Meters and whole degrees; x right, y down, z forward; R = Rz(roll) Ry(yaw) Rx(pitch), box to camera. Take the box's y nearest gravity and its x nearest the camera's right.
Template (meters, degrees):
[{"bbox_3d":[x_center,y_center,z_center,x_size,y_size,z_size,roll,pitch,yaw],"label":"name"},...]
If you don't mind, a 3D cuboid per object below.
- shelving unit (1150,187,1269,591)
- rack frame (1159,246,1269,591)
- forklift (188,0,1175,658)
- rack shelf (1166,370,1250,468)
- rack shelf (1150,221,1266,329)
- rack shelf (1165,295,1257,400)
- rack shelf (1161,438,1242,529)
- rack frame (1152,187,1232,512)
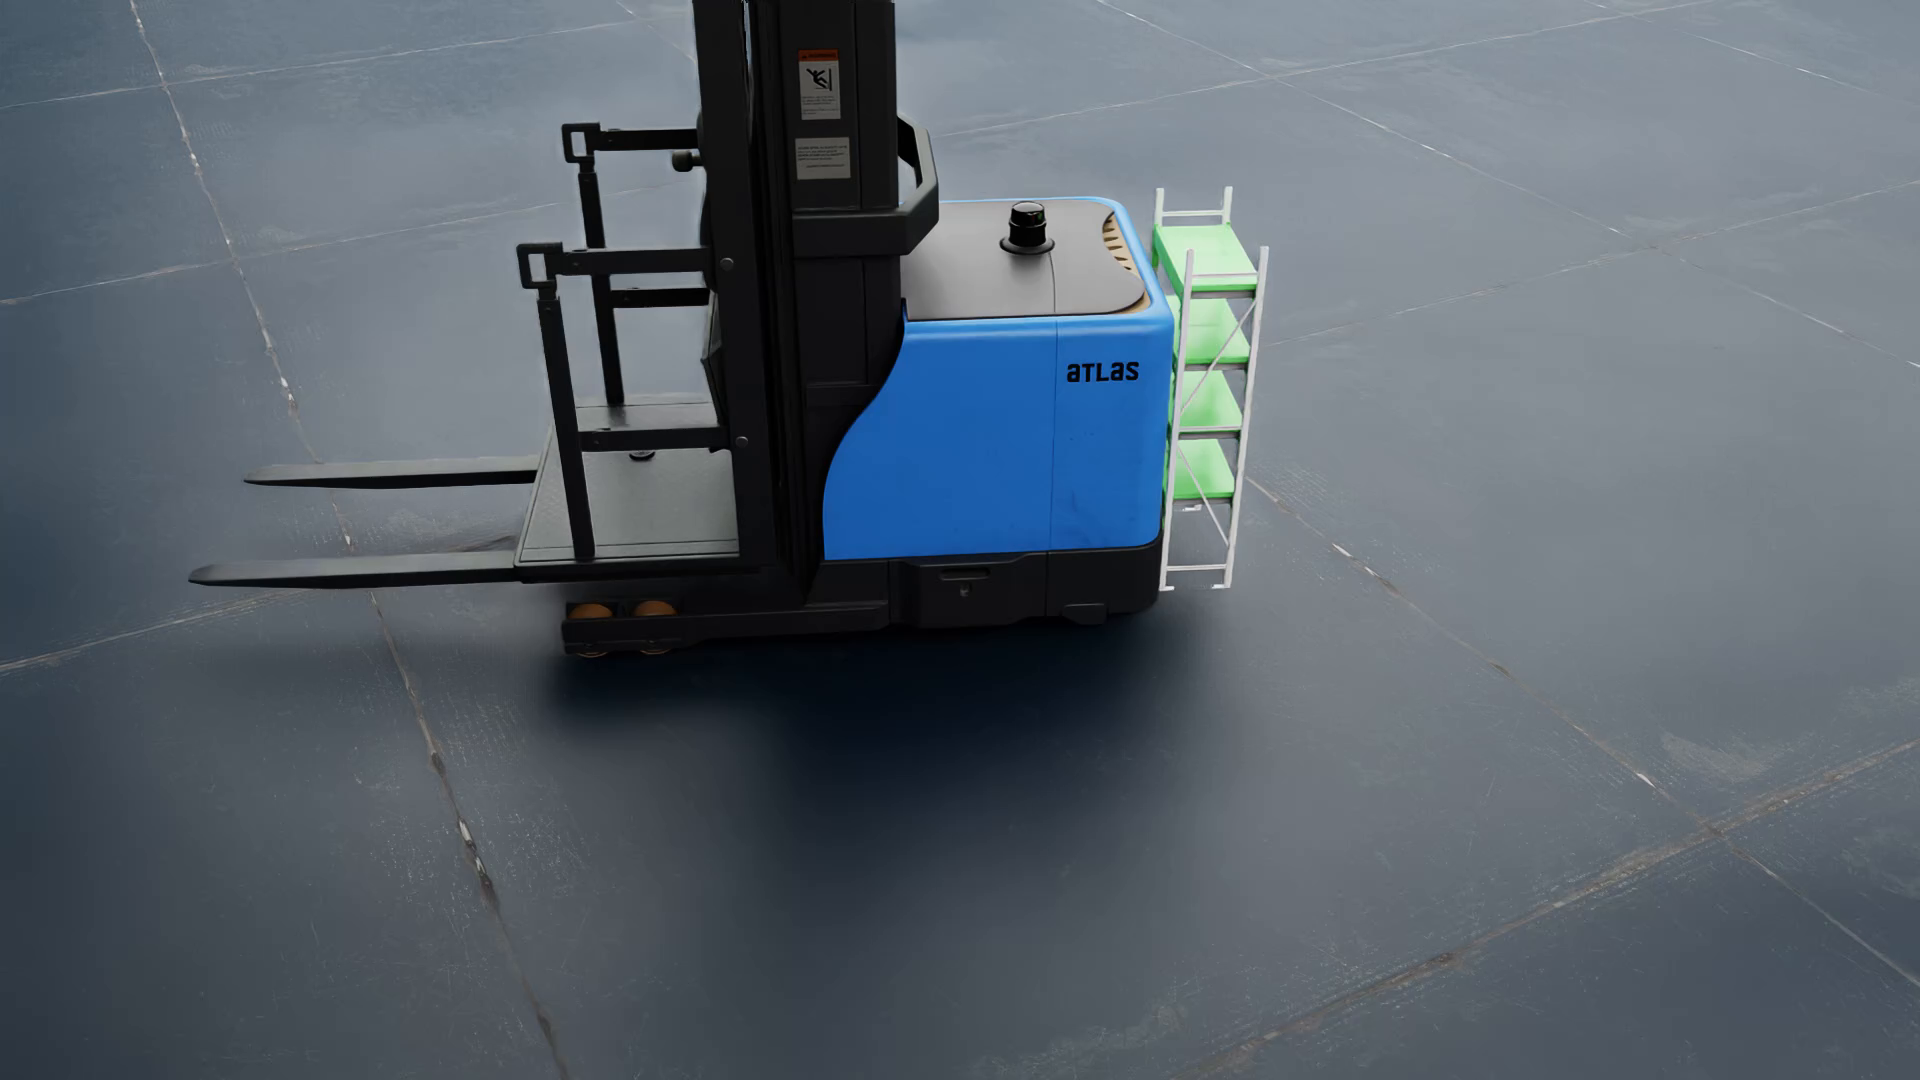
[{"bbox_3d":[0.758,-0.476,5.380,0.258,1.200,0.503,-2,33,-4],"label":"shelving unit"},{"bbox_3d":[0.778,-0.345,5.175,0.240,1.200,0.015,-2,33,-4],"label":"rack frame"},{"bbox_3d":[-0.906,-1.166,4.852,3.031,2.935,1.130,-2,33,-4],"label":"forklift"},{"bbox_3d":[0.758,-0.423,5.414,0.258,0.148,0.480,-2,33,-4],"label":"rack shelf"},{"bbox_3d":[0.761,-0.827,5.156,0.258,0.148,0.480,-2,33,-4],"label":"rack shelf"},{"bbox_3d":[0.759,-0.625,5.285,0.258,0.148,0.480,-2,33,-4],"label":"rack shelf"},{"bbox_3d":[0.756,-0.220,5.544,0.258,0.148,0.480,-2,33,-4],"label":"rack shelf"},{"bbox_3d":[0.739,-0.608,5.585,0.240,1.200,0.015,-2,33,-4],"label":"rack frame"}]
